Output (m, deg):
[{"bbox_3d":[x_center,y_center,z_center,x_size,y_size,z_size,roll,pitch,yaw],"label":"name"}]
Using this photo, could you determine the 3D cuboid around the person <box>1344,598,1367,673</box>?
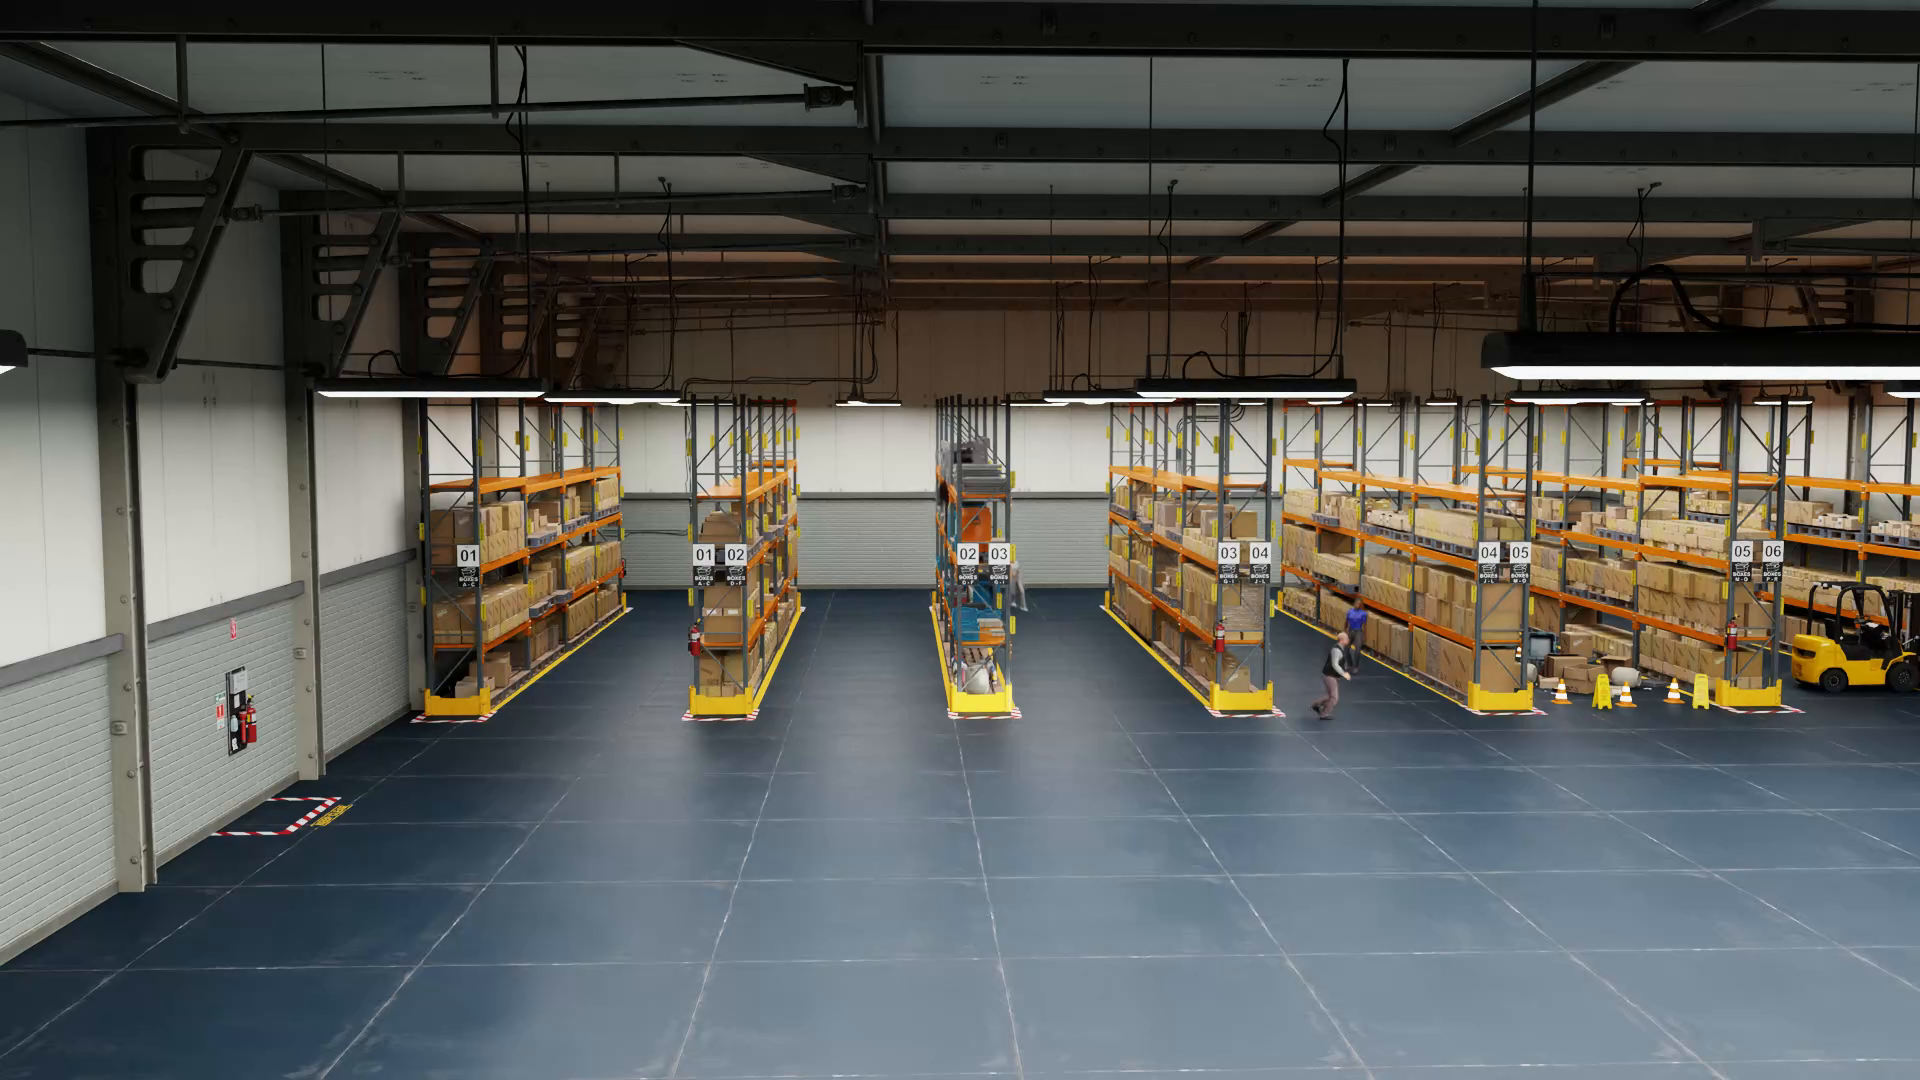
[{"bbox_3d":[8.557,2.092,36.158,0.587,1.574,0.454,2,5,25],"label":"person"}]

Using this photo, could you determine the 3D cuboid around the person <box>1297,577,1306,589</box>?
[{"bbox_3d":[10.187,1.045,49.434,0.679,1.605,0.483,-2,5,-23],"label":"person"}]

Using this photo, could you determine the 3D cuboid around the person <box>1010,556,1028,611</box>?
[{"bbox_3d":[1.502,1.181,47.430,0.596,1.657,0.905,-2,5,-27],"label":"person"}]

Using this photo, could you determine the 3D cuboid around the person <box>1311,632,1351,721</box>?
[{"bbox_3d":[6.812,2.501,30.513,0.755,1.644,0.631,2,5,22],"label":"person"}]
